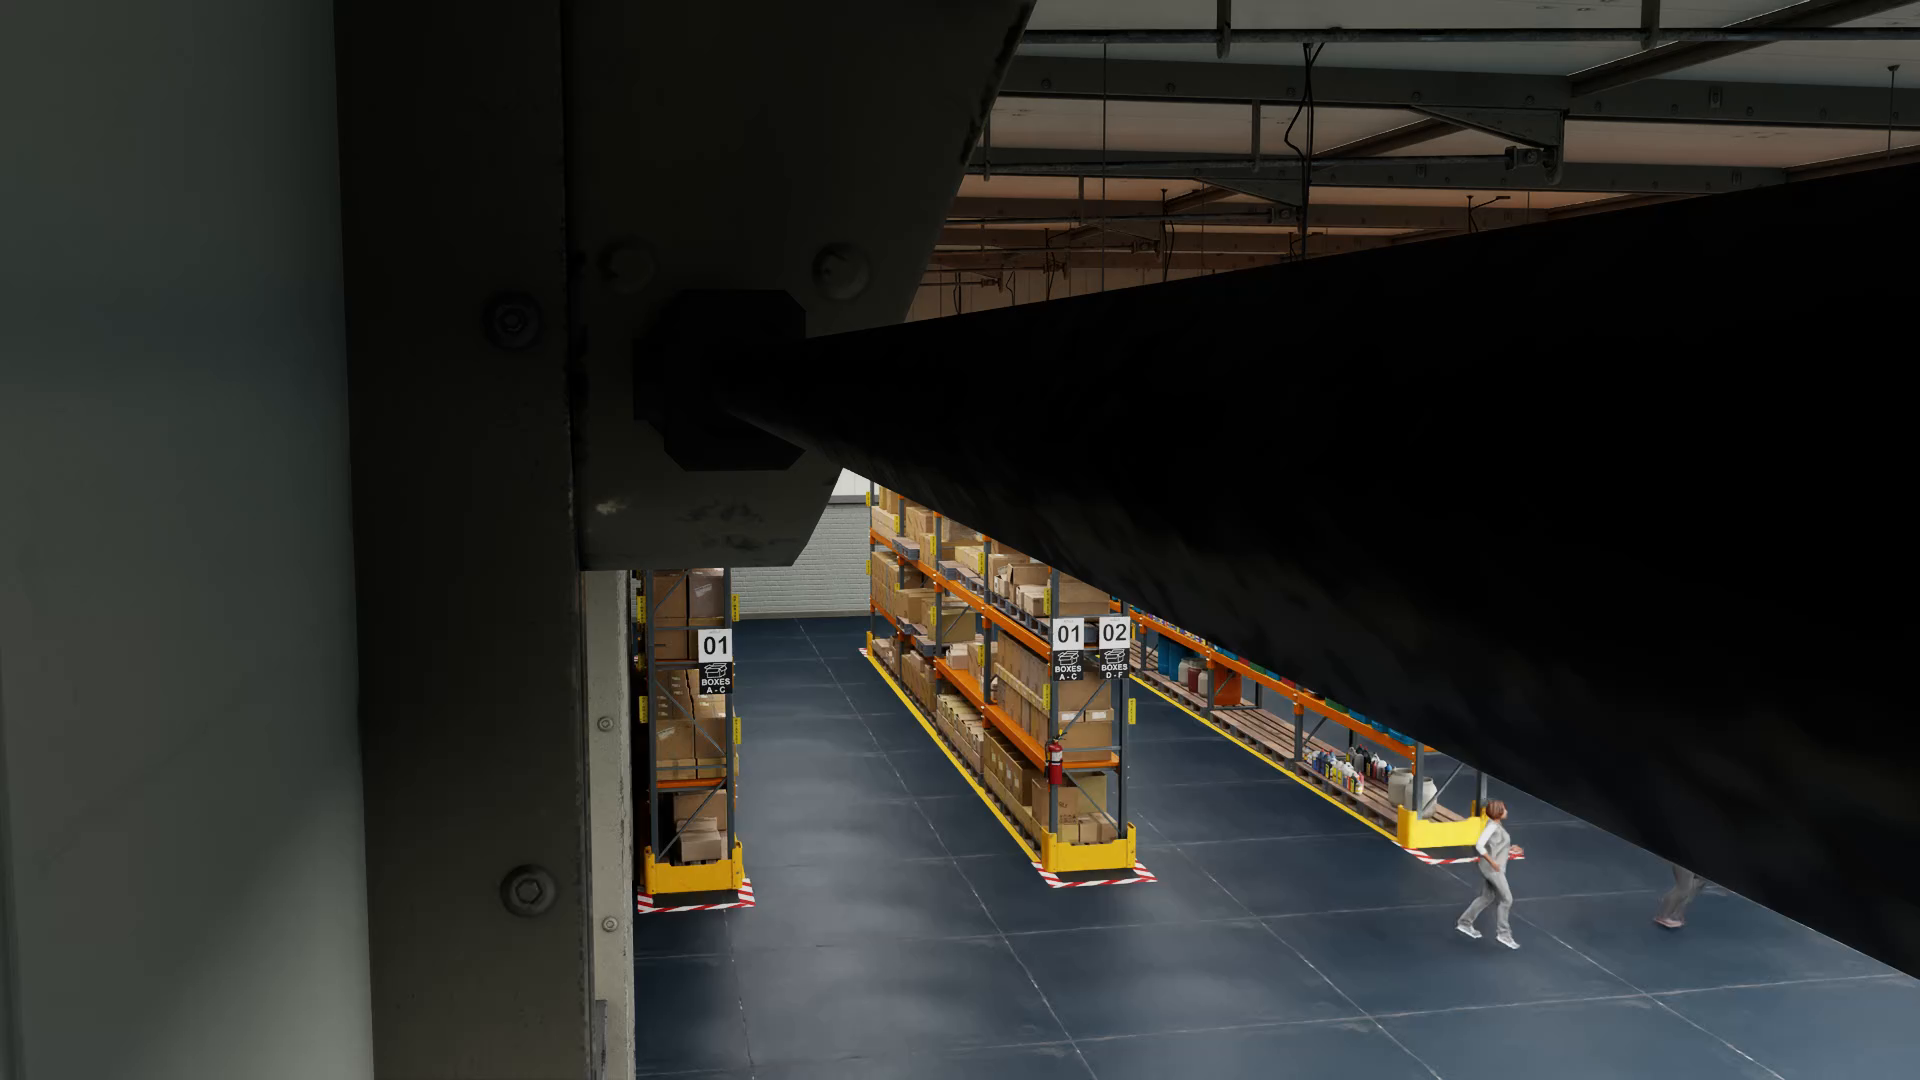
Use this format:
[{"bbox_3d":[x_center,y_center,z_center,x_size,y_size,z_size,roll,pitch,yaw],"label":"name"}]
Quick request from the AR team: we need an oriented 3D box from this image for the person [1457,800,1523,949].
[{"bbox_3d":[5.805,3.651,18.186,0.668,1.625,0.529,1,6,13],"label":"person"}]

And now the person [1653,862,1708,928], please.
[{"bbox_3d":[8.153,3.562,18.706,0.610,1.648,0.637,1,6,12],"label":"person"}]
